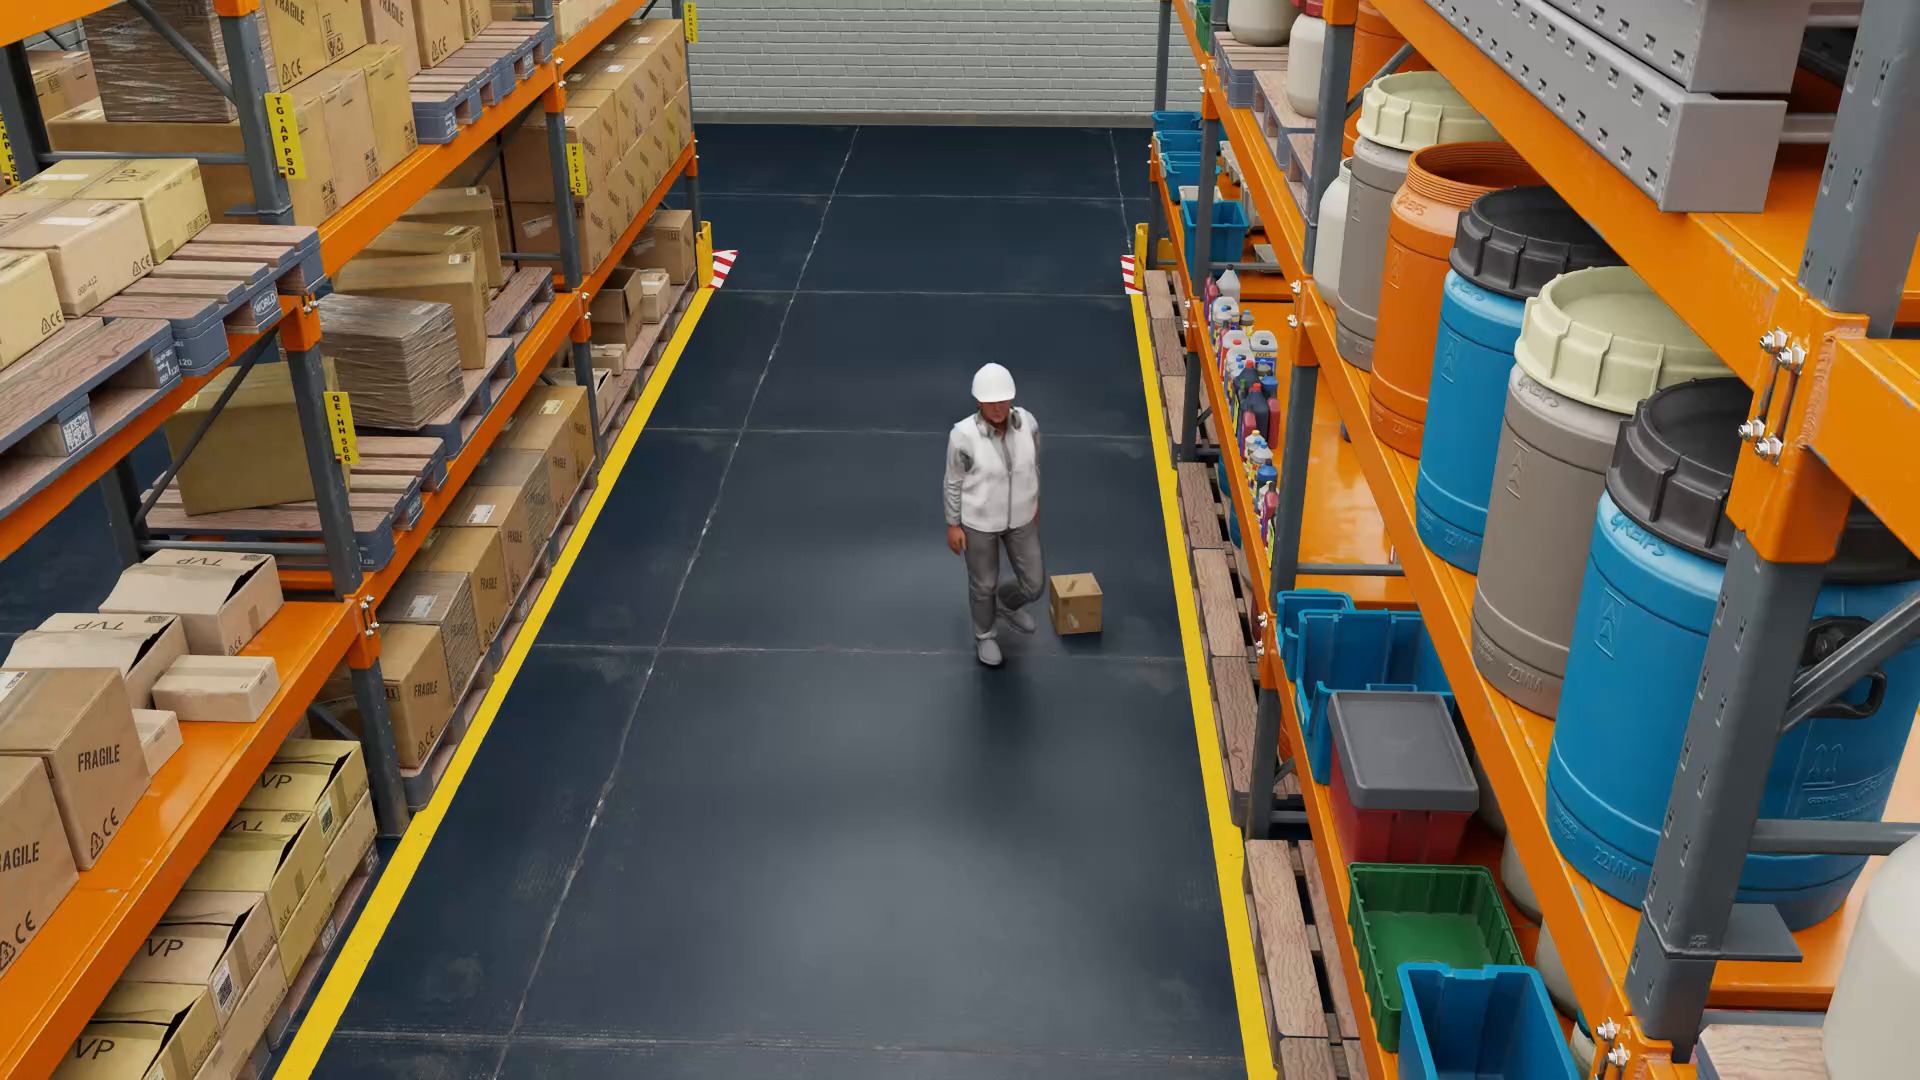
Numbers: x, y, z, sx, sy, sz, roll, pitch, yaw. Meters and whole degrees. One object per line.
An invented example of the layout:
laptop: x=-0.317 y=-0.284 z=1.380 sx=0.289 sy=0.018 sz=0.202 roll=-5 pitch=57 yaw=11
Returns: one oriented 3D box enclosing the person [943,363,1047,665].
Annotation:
person: x=0.183 y=-0.135 z=8.825 sx=0.580 sy=1.765 sz=0.498 roll=-10 pitch=29 yaw=-18
